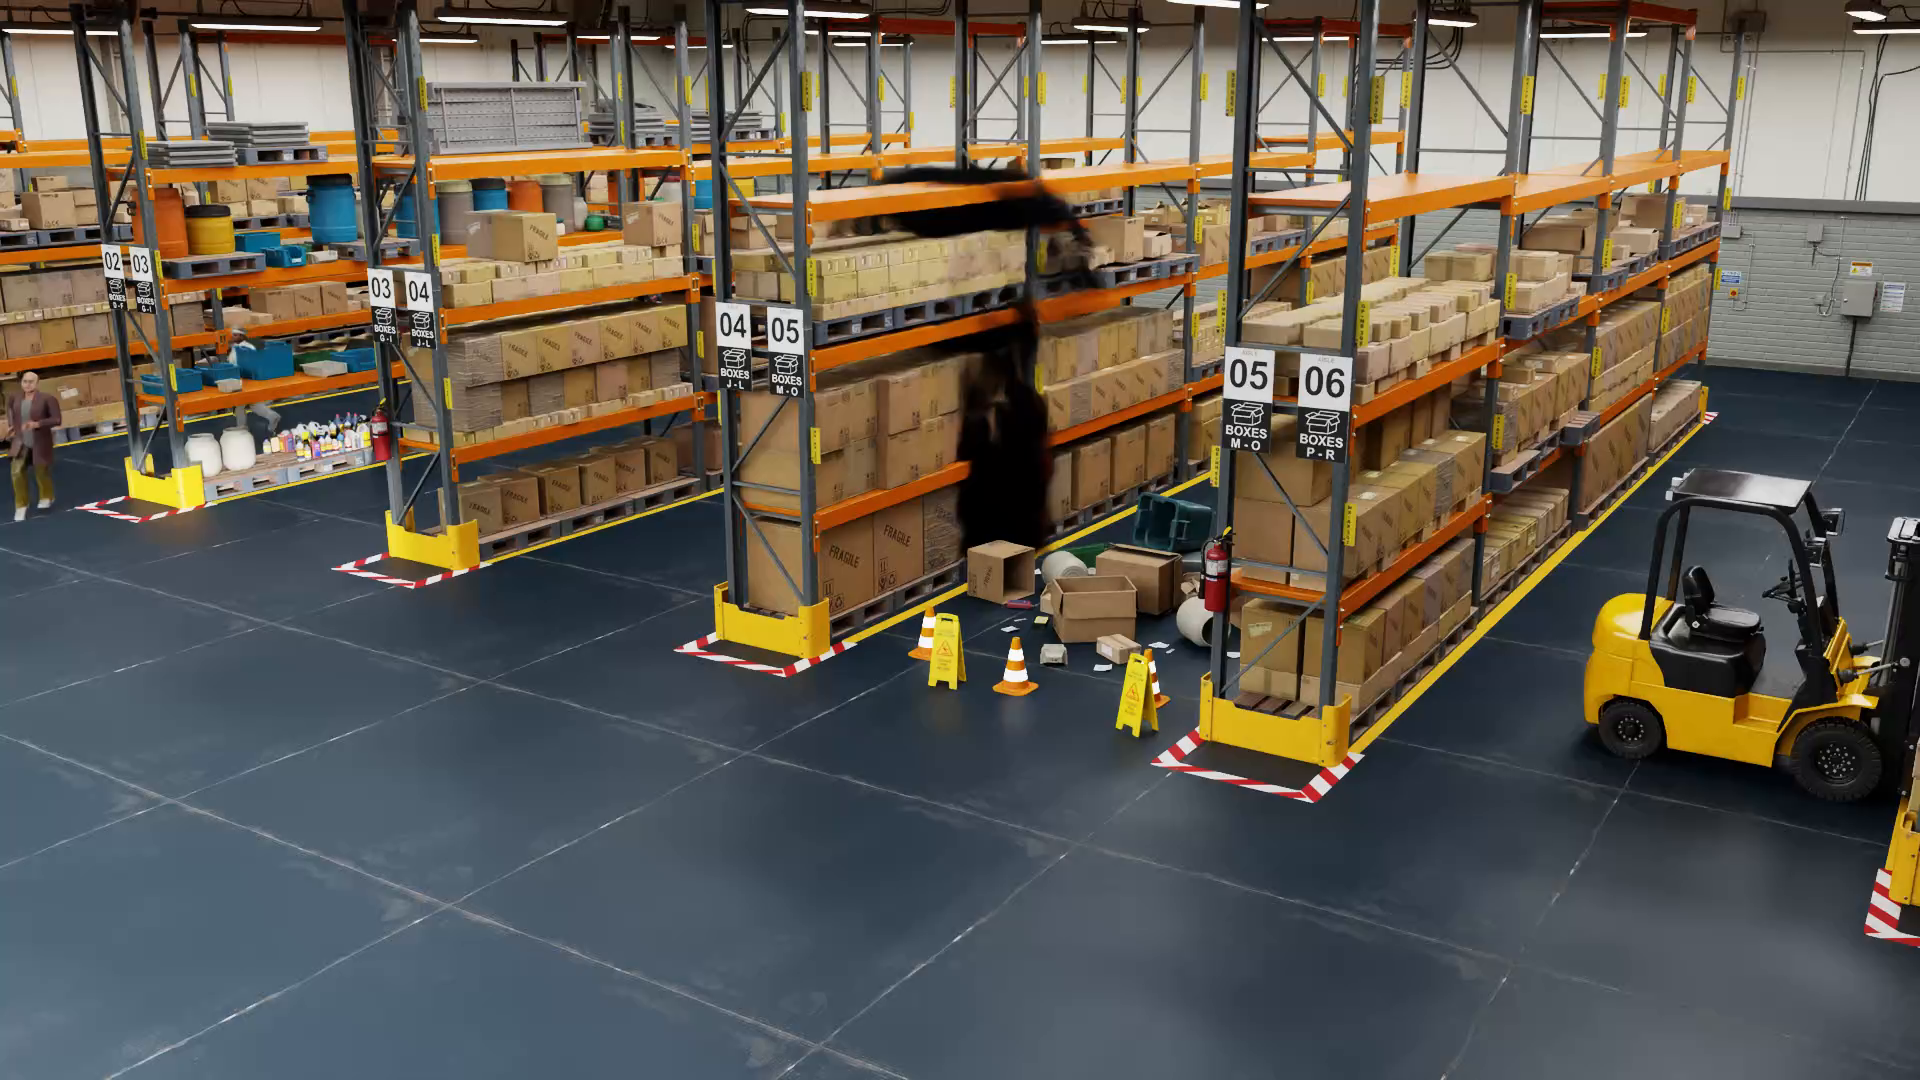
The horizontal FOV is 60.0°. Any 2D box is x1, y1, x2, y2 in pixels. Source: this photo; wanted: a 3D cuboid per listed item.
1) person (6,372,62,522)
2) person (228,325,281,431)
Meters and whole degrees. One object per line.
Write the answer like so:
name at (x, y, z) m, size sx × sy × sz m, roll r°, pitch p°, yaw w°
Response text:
person at (-11.179, -1.140, 20.136) m, size 0.692 × 1.823 × 0.822 m, roll -3°, pitch 16°, yaw -9°
person at (-10.378, -2.311, 24.287) m, size 0.573 × 1.696 × 0.838 m, roll 8°, pitch 17°, yaw 26°
